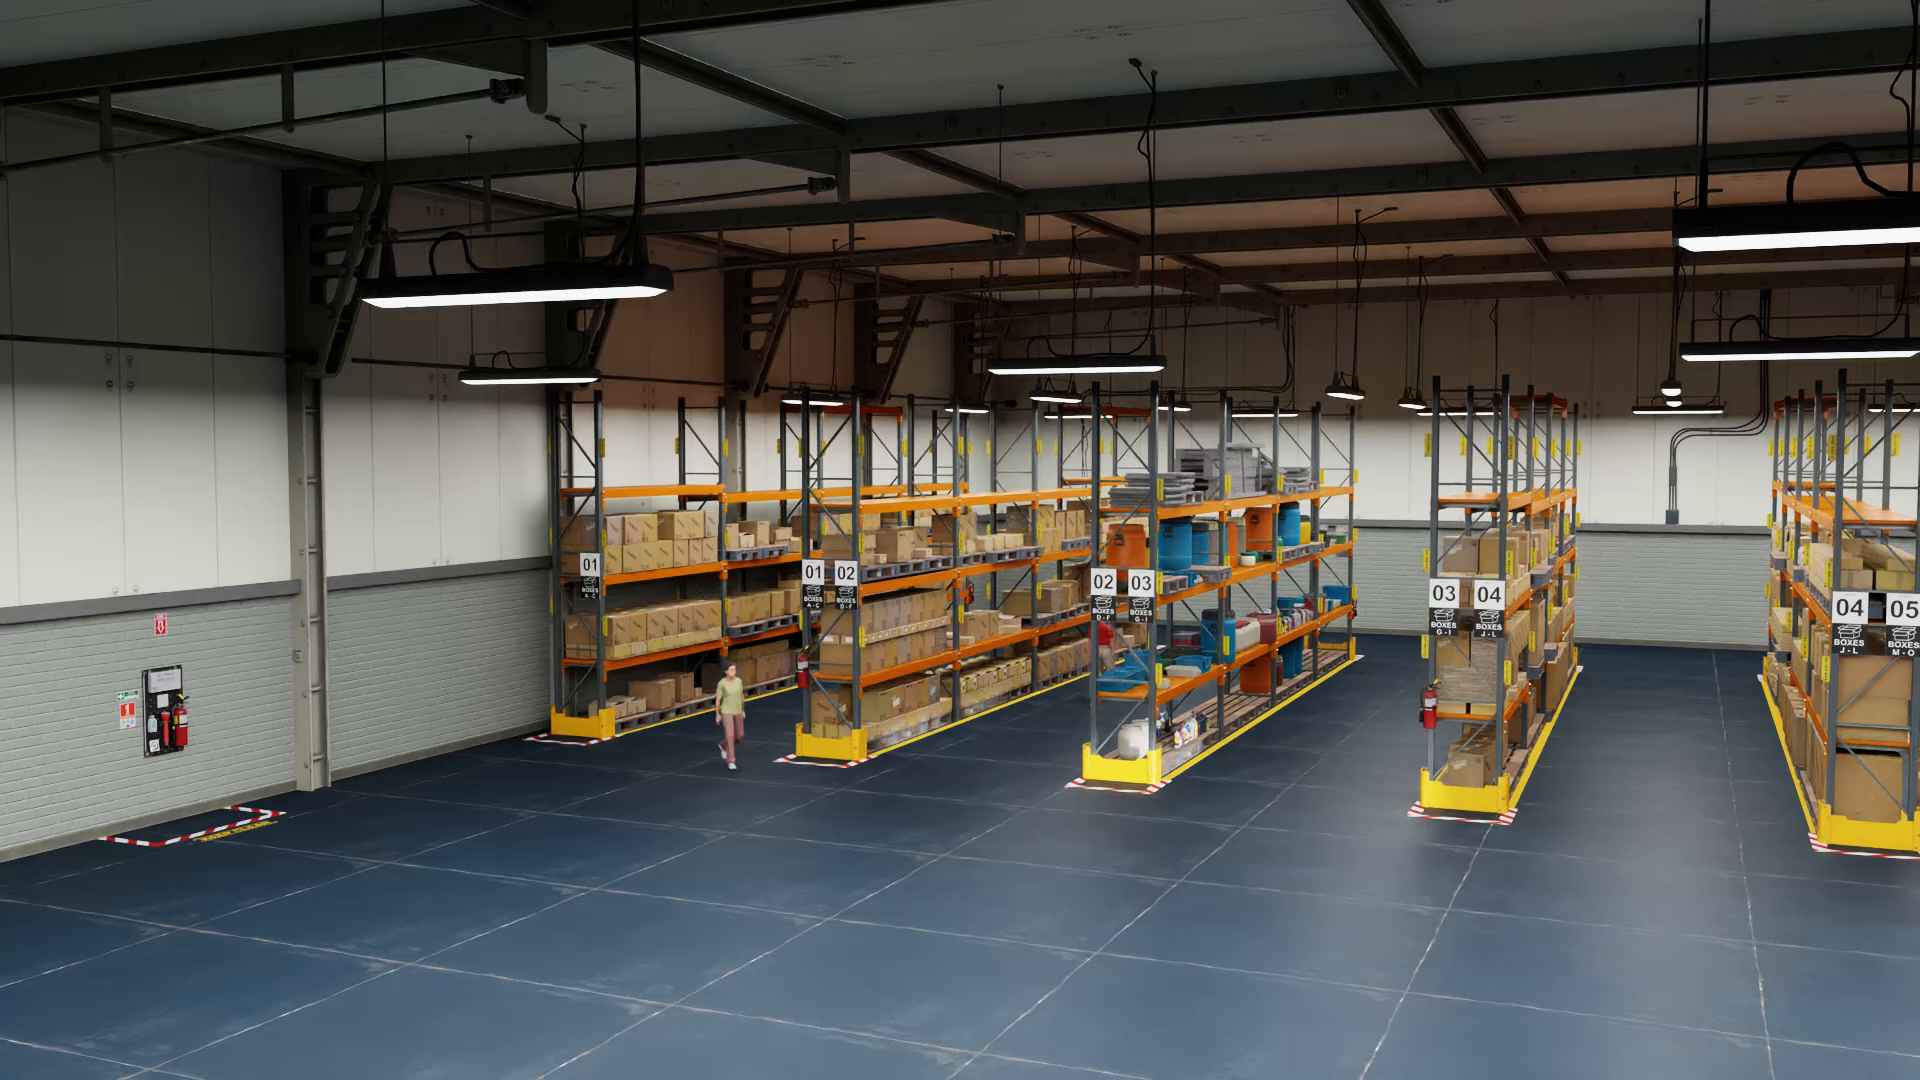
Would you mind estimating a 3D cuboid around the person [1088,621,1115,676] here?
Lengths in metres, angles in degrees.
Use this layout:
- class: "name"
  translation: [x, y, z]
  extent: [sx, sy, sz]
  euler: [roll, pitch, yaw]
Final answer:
- class: "person"
  translation: [2.839, 2.303, 33.309]
  extent: [0.605, 1.722, 0.533]
  euler: [1, 3, 25]

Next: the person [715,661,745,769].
- class: "person"
  translation: [-3.604, 2.723, 26.114]
  extent: [0.495, 1.647, 0.810]
  euler: [-2, 4, -34]
